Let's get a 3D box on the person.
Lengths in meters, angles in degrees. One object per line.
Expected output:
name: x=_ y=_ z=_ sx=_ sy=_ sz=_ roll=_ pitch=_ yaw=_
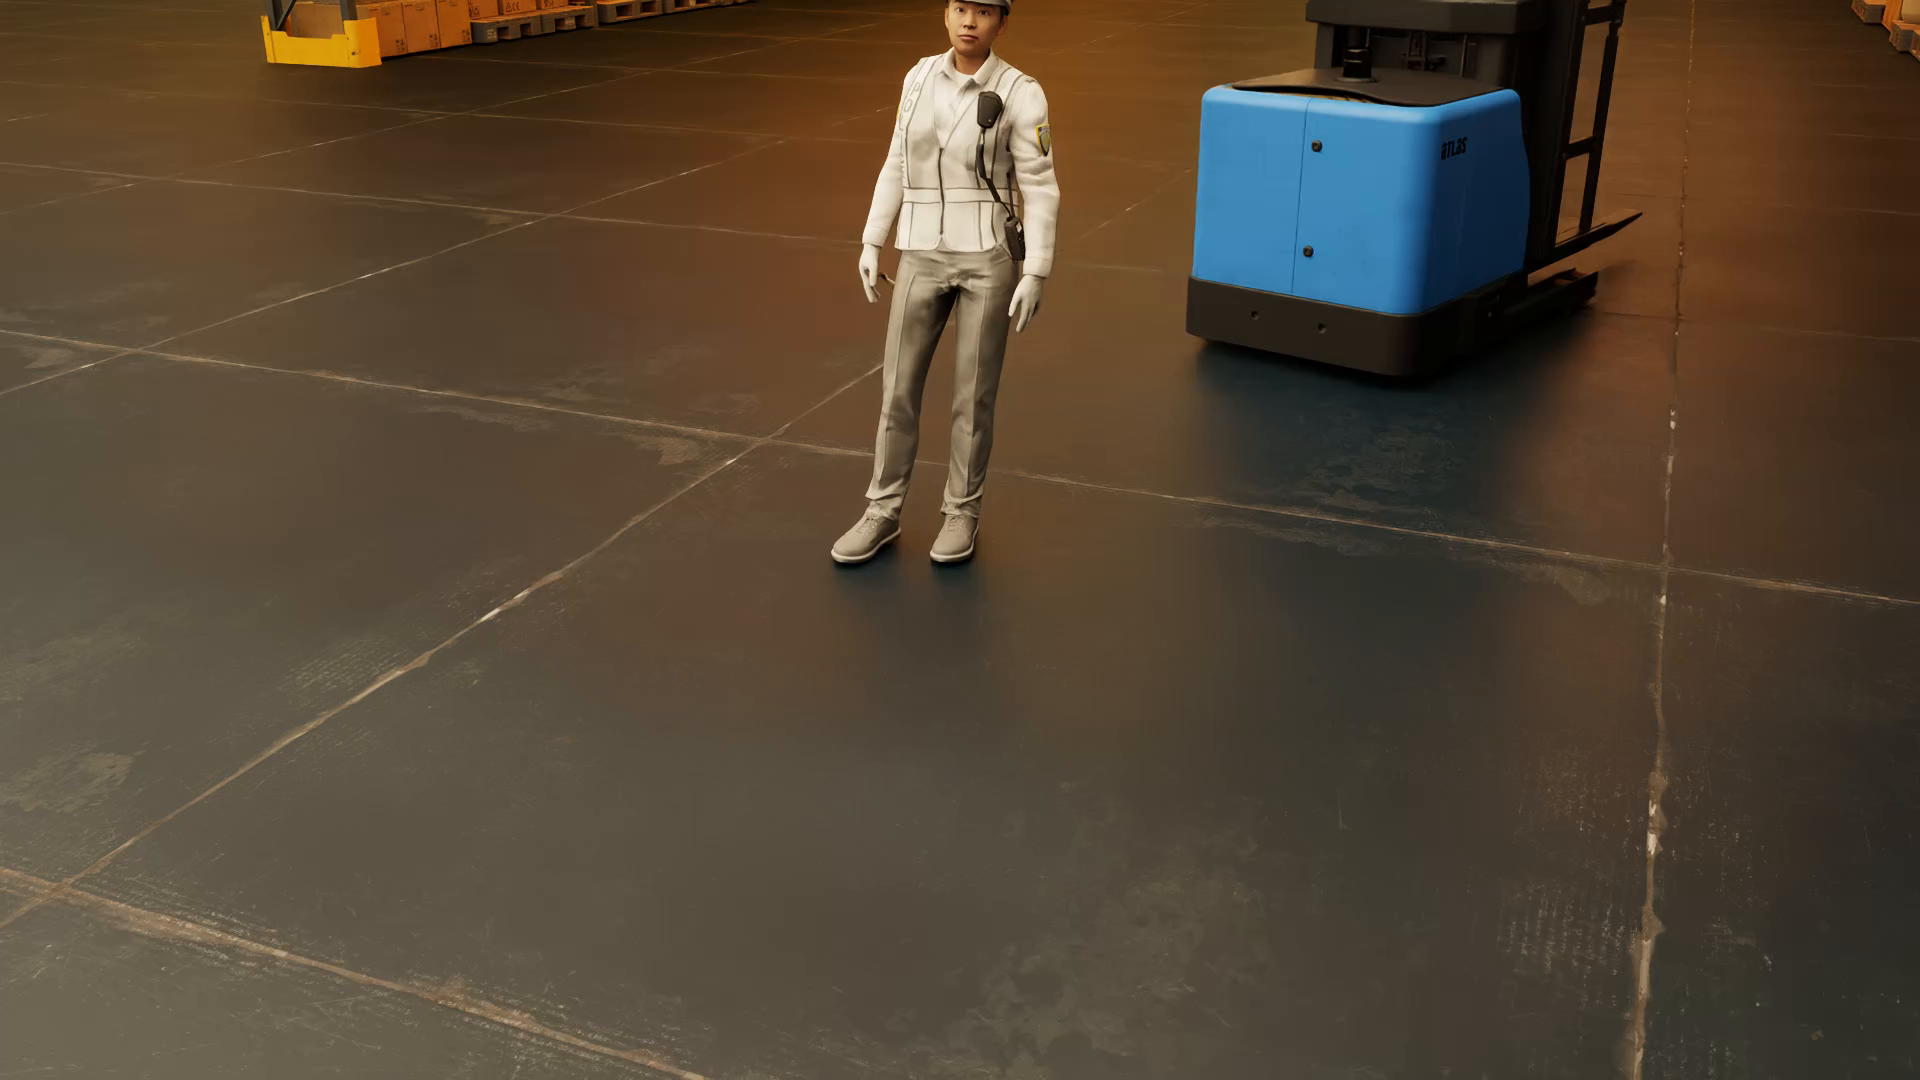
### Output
person: x=-0.033 y=-0.765 z=4.707 sx=0.586 sy=1.694 sz=0.530 roll=9 pitch=24 yaw=21

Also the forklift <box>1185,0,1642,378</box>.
forklift: x=2.284 y=-2.477 z=7.218 sx=1.130 sy=2.935 sz=3.031 roll=18 pitch=29 yaw=36
